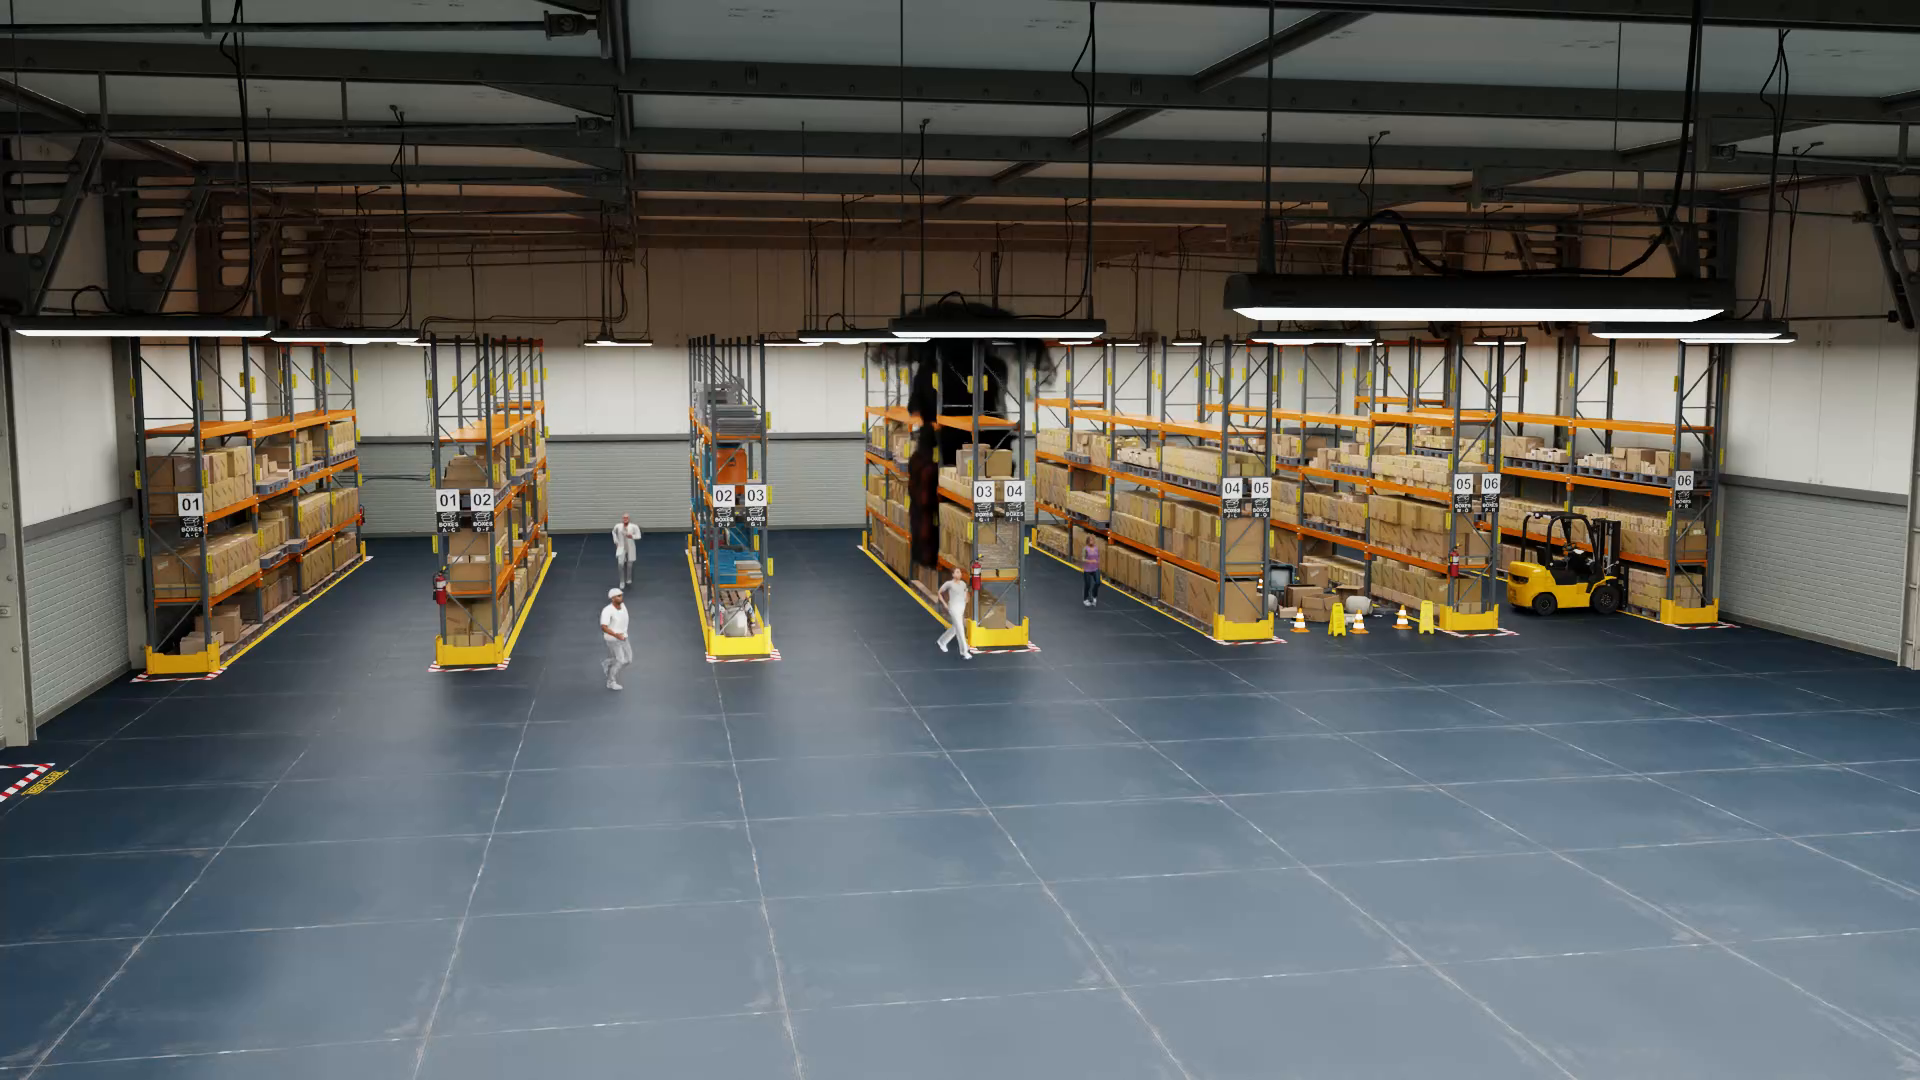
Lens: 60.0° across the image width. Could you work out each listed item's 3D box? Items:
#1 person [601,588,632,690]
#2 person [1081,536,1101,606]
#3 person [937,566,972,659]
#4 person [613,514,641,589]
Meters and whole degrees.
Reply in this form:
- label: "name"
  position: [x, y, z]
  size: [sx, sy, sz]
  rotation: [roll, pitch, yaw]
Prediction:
- label: "person"
  position: [-5.817, 1.660, 28.111]
  size: [0.654, 1.725, 0.718]
  rotation: [3, 7, 23]
- label: "person"
  position: [2.934, 0.691, 37.002]
  size: [0.510, 1.578, 0.644]
  rotation: [-2, 7, -17]
- label: "person"
  position: [-0.065, 1.333, 31.107]
  size: [0.924, 1.686, 0.616]
  rotation: [6, 9, 42]
- label: "person"
  position: [-8.026, 0.313, 40.107]
  size: [0.683, 1.738, 0.859]
  rotation: [-1, 7, -9]
